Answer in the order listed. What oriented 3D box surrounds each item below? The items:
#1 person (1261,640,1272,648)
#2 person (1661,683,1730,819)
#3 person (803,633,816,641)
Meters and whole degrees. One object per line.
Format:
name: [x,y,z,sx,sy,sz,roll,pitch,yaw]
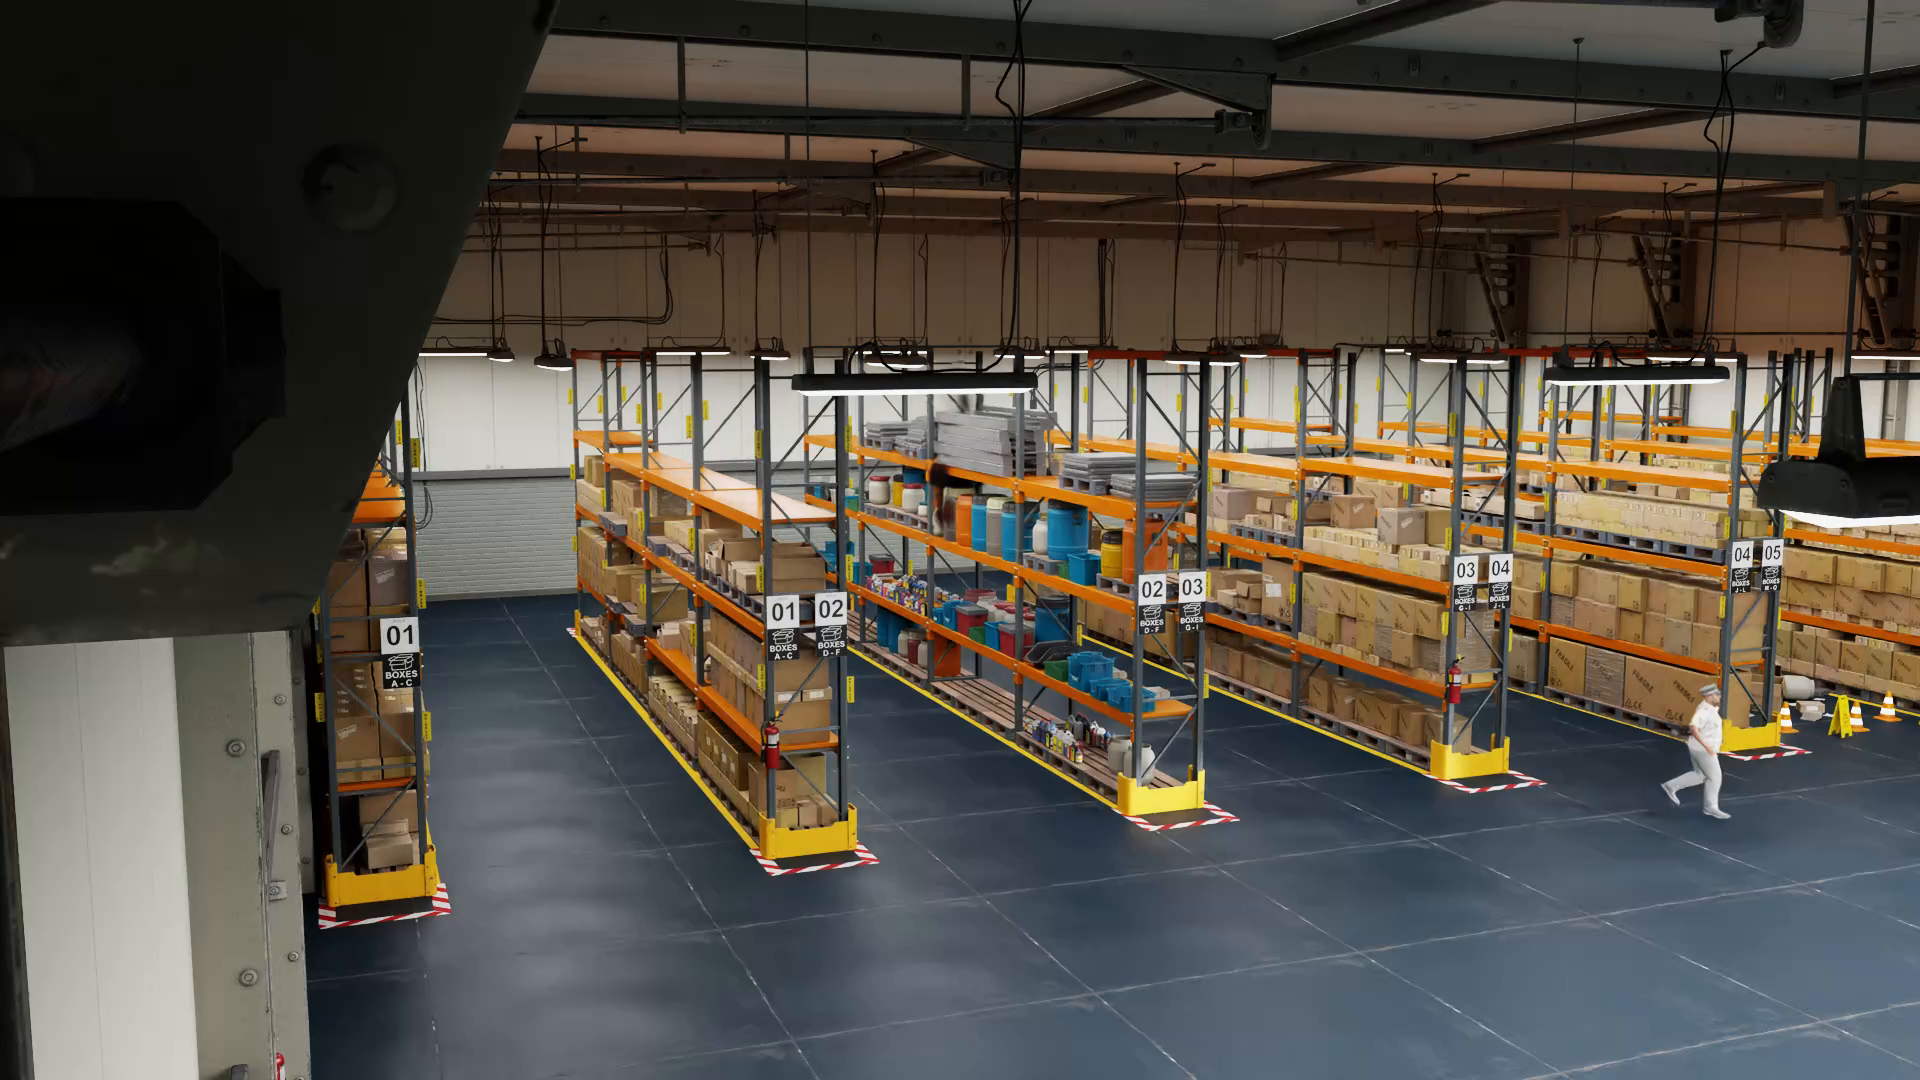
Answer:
person: [6.125,1.451,32.488,0.641,1.722,0.693,-5,9,-34]
person: [9.725,2.739,21.870,0.832,1.787,0.662,3,8,22]
person: [-2.649,1.796,29.534,0.714,1.745,0.907,-4,8,-30]
